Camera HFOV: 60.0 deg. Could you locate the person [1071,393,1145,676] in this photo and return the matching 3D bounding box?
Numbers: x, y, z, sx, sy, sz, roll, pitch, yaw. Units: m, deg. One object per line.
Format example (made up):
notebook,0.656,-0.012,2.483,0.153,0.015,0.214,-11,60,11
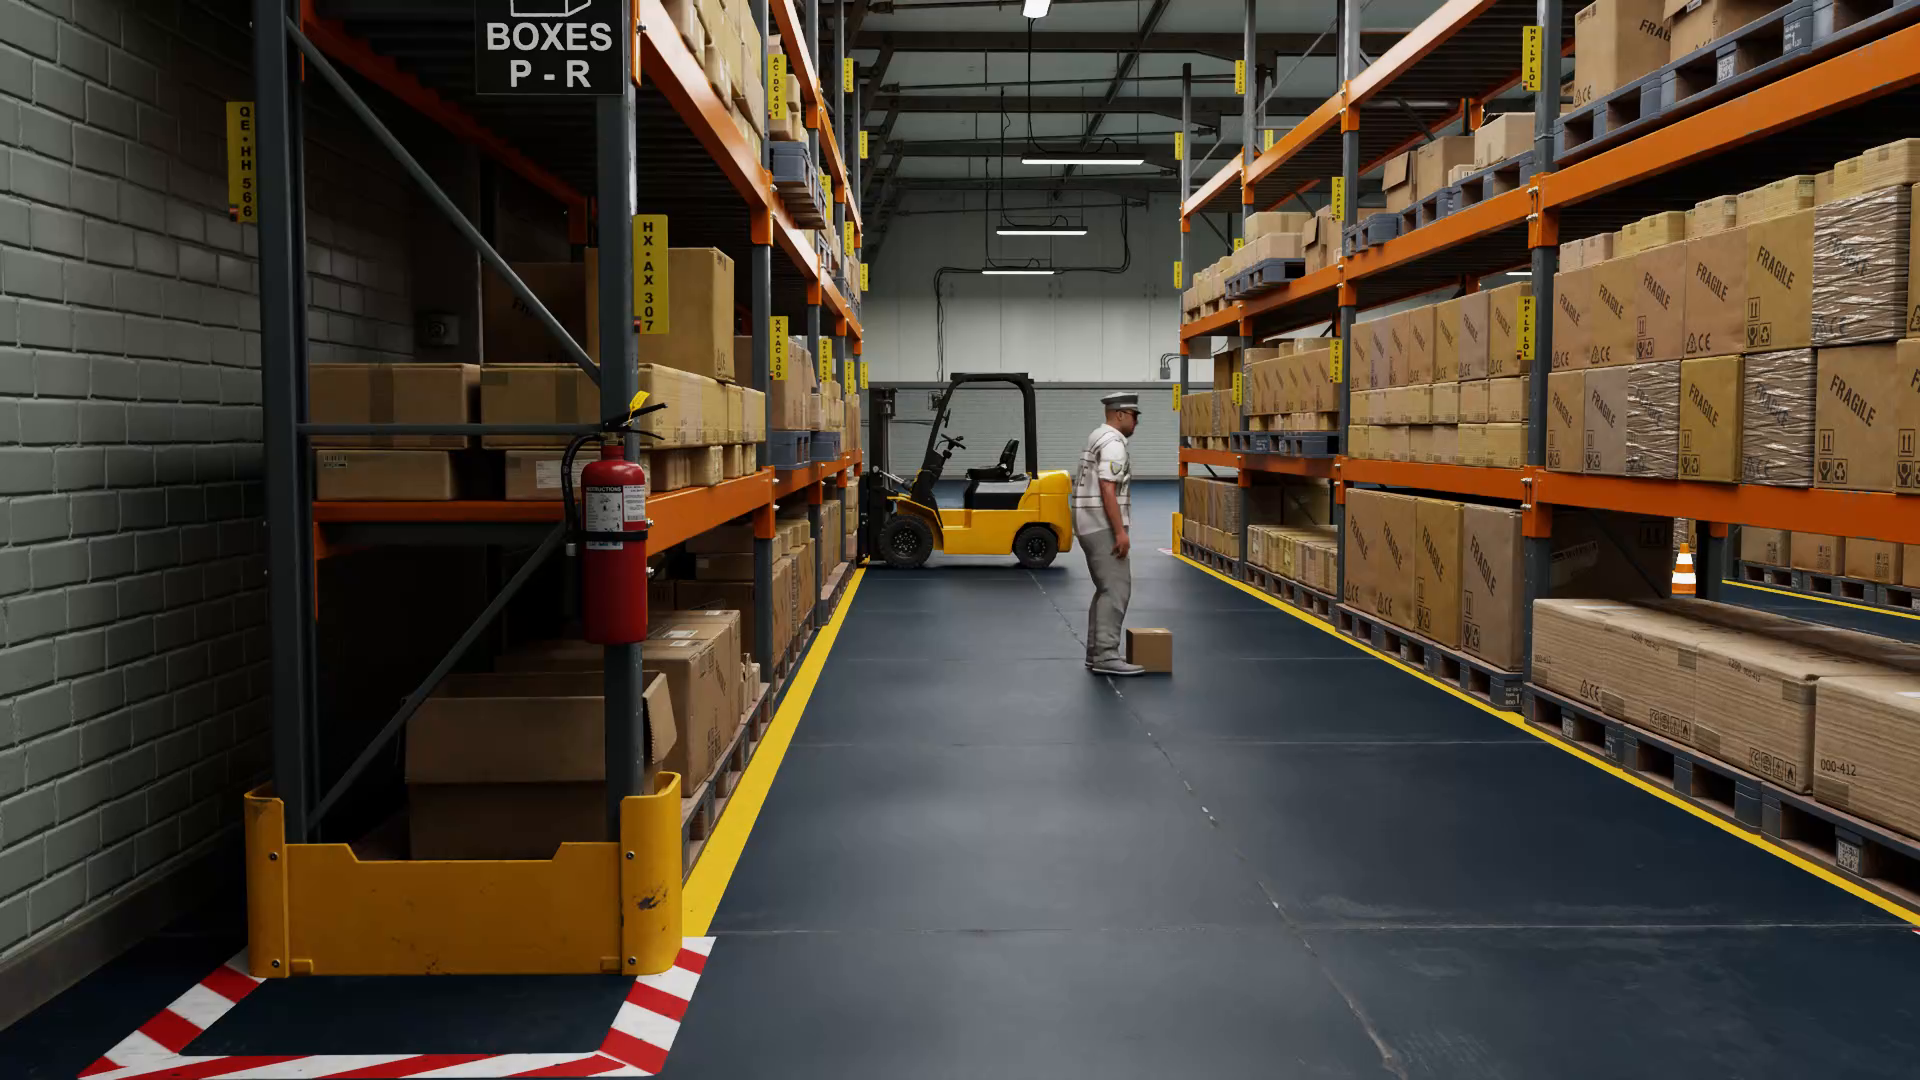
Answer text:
person,0.924,-0.051,10.456,0.435,1.748,0.593,0,4,-2
